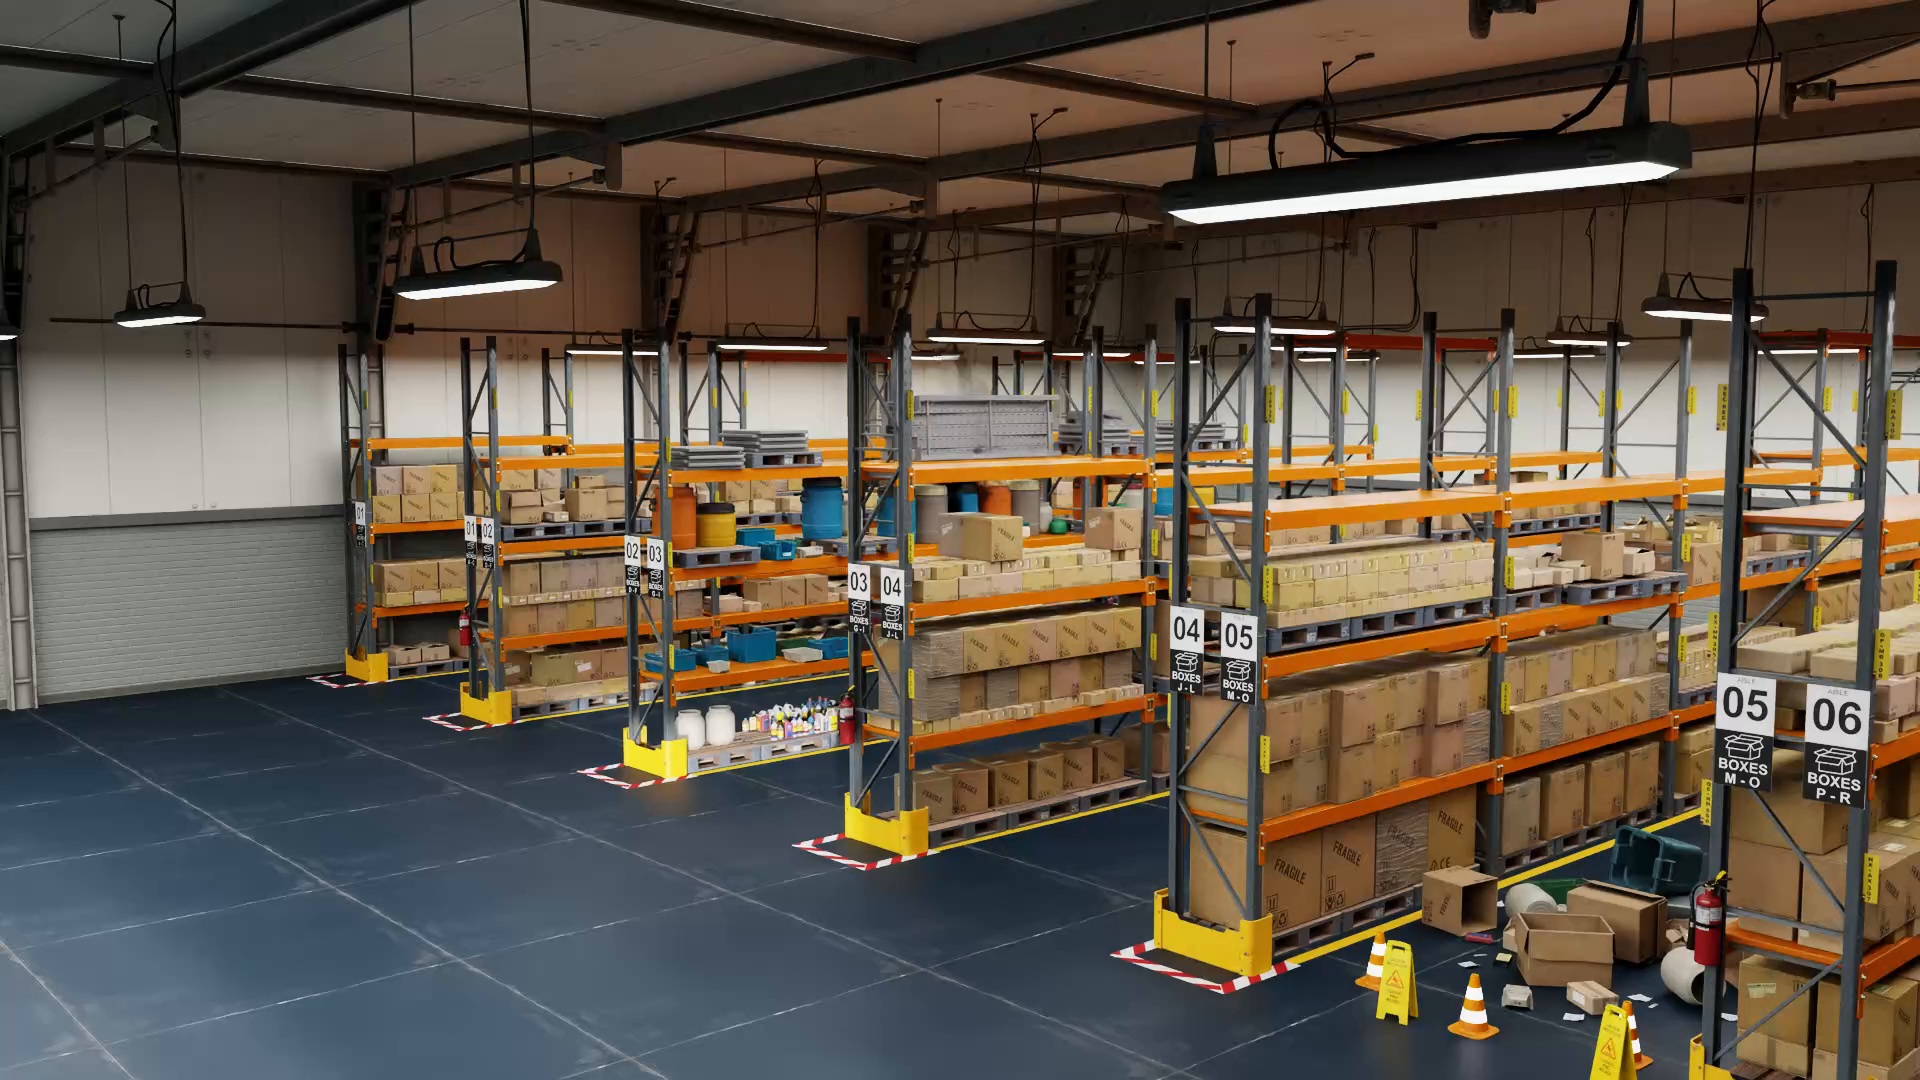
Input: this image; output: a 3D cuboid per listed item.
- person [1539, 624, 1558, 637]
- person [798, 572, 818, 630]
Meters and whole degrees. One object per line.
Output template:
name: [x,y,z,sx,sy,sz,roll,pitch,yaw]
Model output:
person: [9.088,2.035,25.322,0.674,1.786,0.977,5,7,42]
person: [-2.911,1.452,32.283,0.835,1.687,0.562,-5,7,-44]
